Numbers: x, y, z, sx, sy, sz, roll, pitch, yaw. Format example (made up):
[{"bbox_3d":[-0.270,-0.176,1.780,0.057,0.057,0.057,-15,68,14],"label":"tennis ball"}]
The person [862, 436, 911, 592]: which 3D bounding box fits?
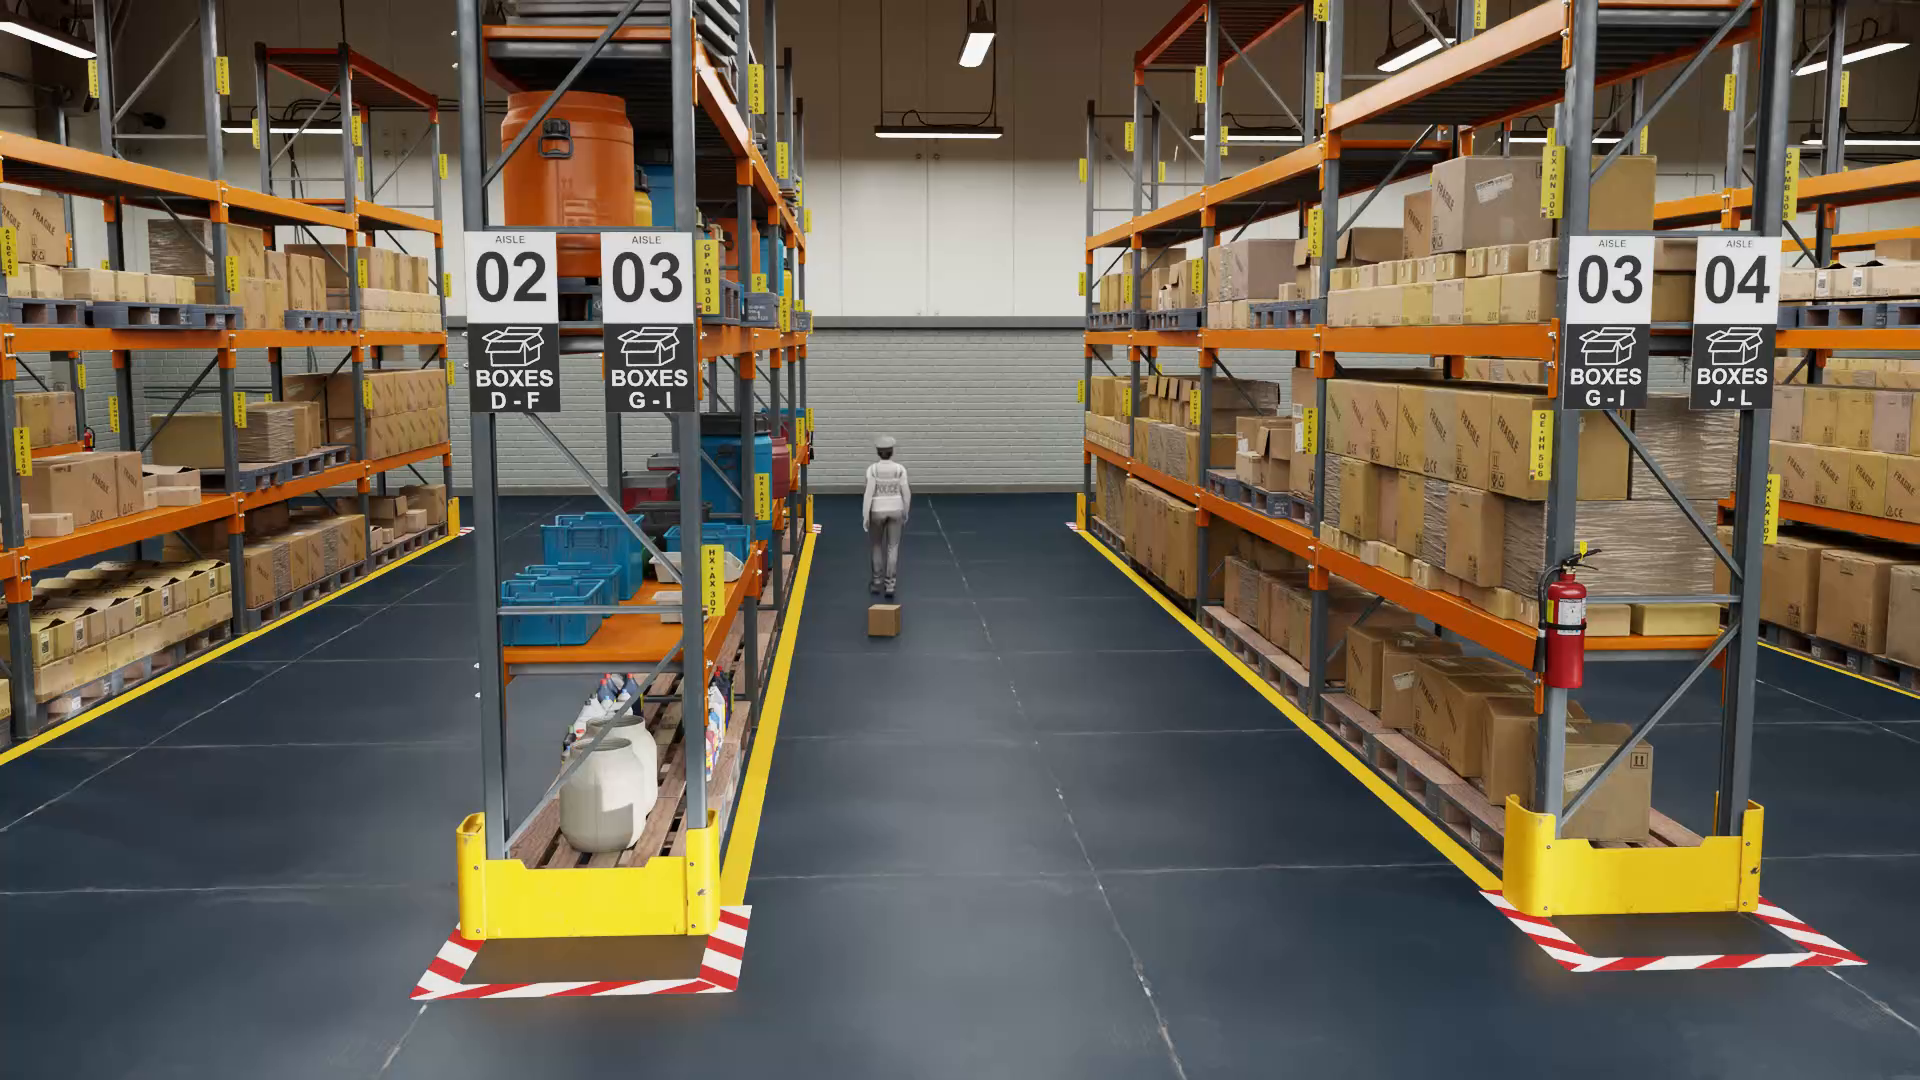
[{"bbox_3d":[-0.791,-0.277,17.887,0.525,1.686,0.830,-1,7,-4],"label":"person"}]
